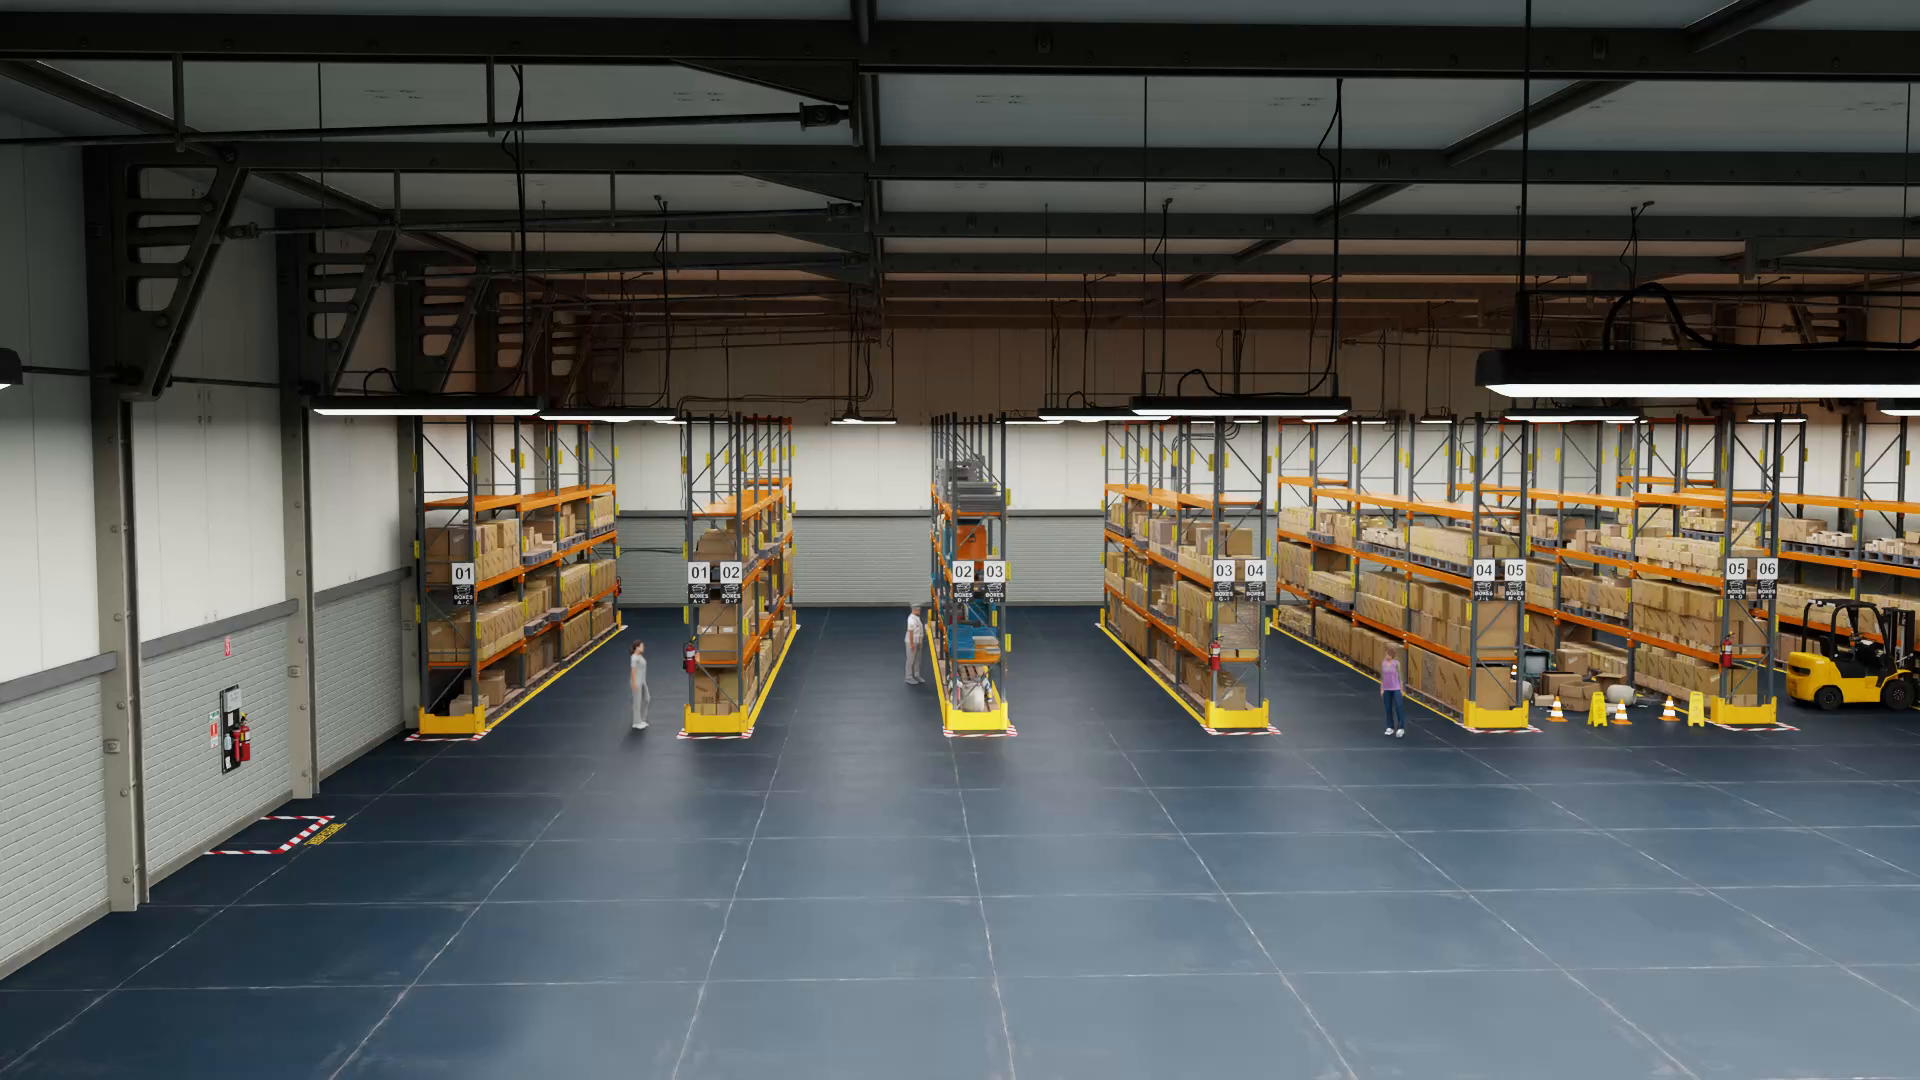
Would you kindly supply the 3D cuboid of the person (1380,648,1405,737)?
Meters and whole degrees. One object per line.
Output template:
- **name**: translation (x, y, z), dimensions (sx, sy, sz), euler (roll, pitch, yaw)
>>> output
- **person**: translation (8.036, 2.817, 30.947), dimensions (0.507, 1.612, 0.387), euler (3, 5, 38)

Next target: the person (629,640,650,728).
- **person**: translation (-6.129, 2.756, 31.704), dimensions (0.358, 1.714, 0.528), euler (1, 4, 8)

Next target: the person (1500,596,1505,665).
- **person**: translation (12.960, 2.162, 40.044), dimensions (0.436, 1.683, 0.542), euler (3, 5, 41)

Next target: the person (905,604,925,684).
- **person**: translation (-1.012, 2.312, 37.196), dimensions (0.447, 1.769, 0.558), euler (1, 4, 12)
